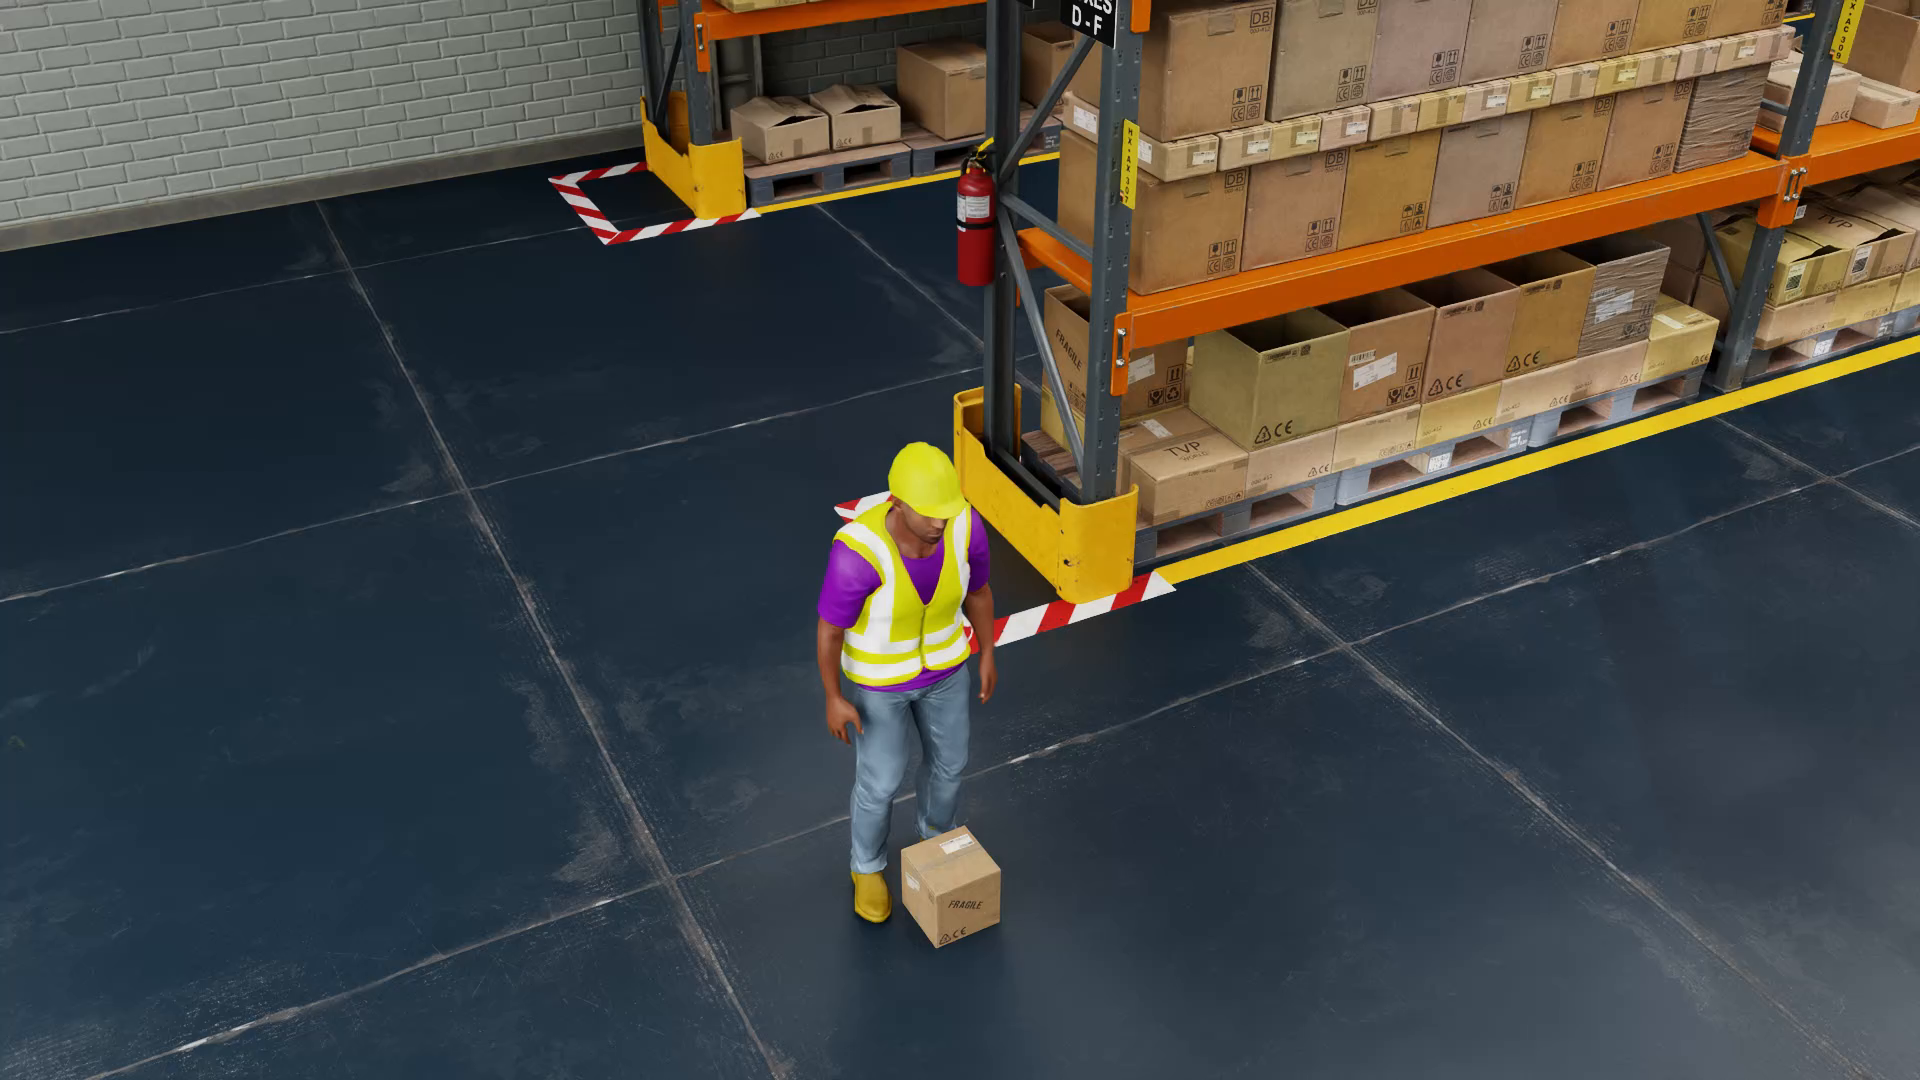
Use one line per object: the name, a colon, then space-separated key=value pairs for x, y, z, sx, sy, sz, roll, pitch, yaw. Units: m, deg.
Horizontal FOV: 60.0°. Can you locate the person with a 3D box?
person: x=-0.155 y=0.443 z=5.436 sx=0.627 sy=1.760 sz=0.460 roll=-16 pitch=36 yaw=-23
